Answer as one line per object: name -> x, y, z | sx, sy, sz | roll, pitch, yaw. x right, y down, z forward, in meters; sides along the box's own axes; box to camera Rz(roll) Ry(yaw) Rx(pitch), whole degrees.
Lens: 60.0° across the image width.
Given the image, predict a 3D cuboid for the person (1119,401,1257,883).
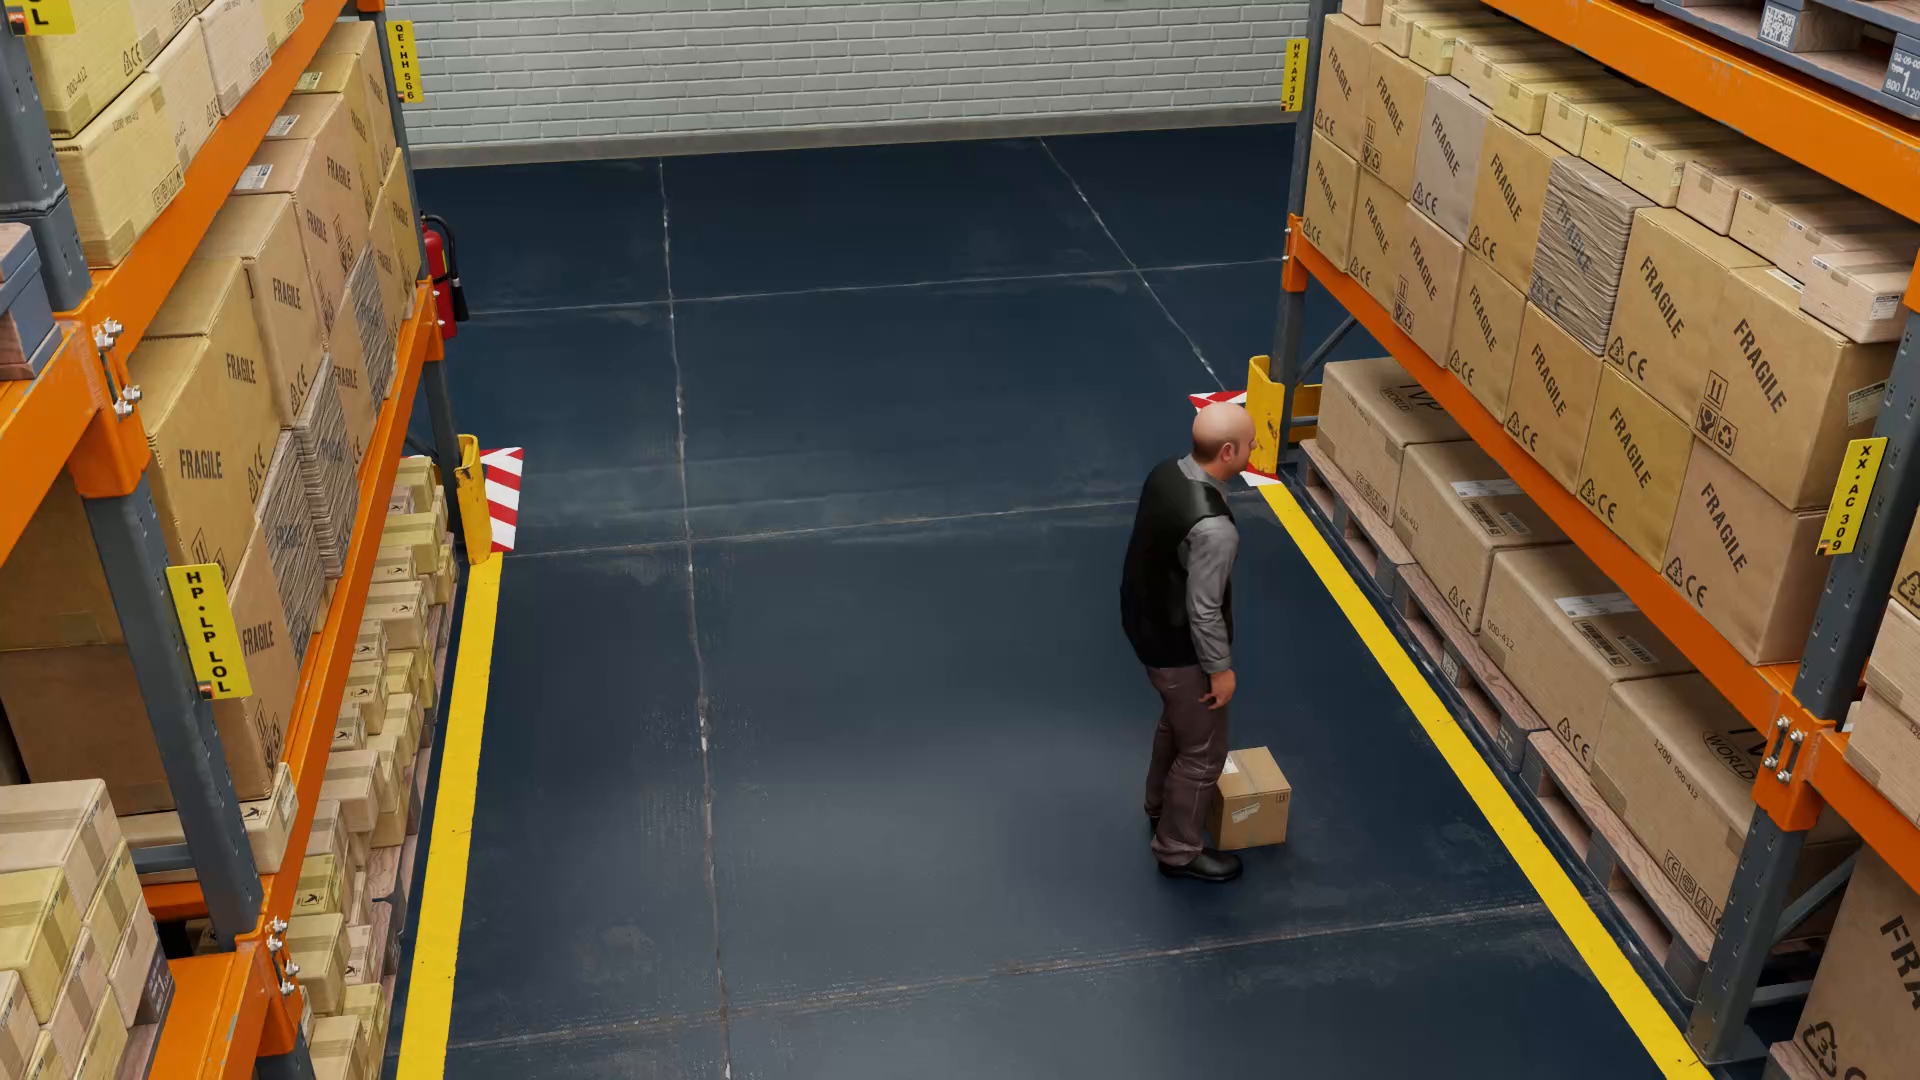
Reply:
person -> 0.772, 0.332, 5.591 | 0.463, 1.721, 0.581 | -5, 31, -9
